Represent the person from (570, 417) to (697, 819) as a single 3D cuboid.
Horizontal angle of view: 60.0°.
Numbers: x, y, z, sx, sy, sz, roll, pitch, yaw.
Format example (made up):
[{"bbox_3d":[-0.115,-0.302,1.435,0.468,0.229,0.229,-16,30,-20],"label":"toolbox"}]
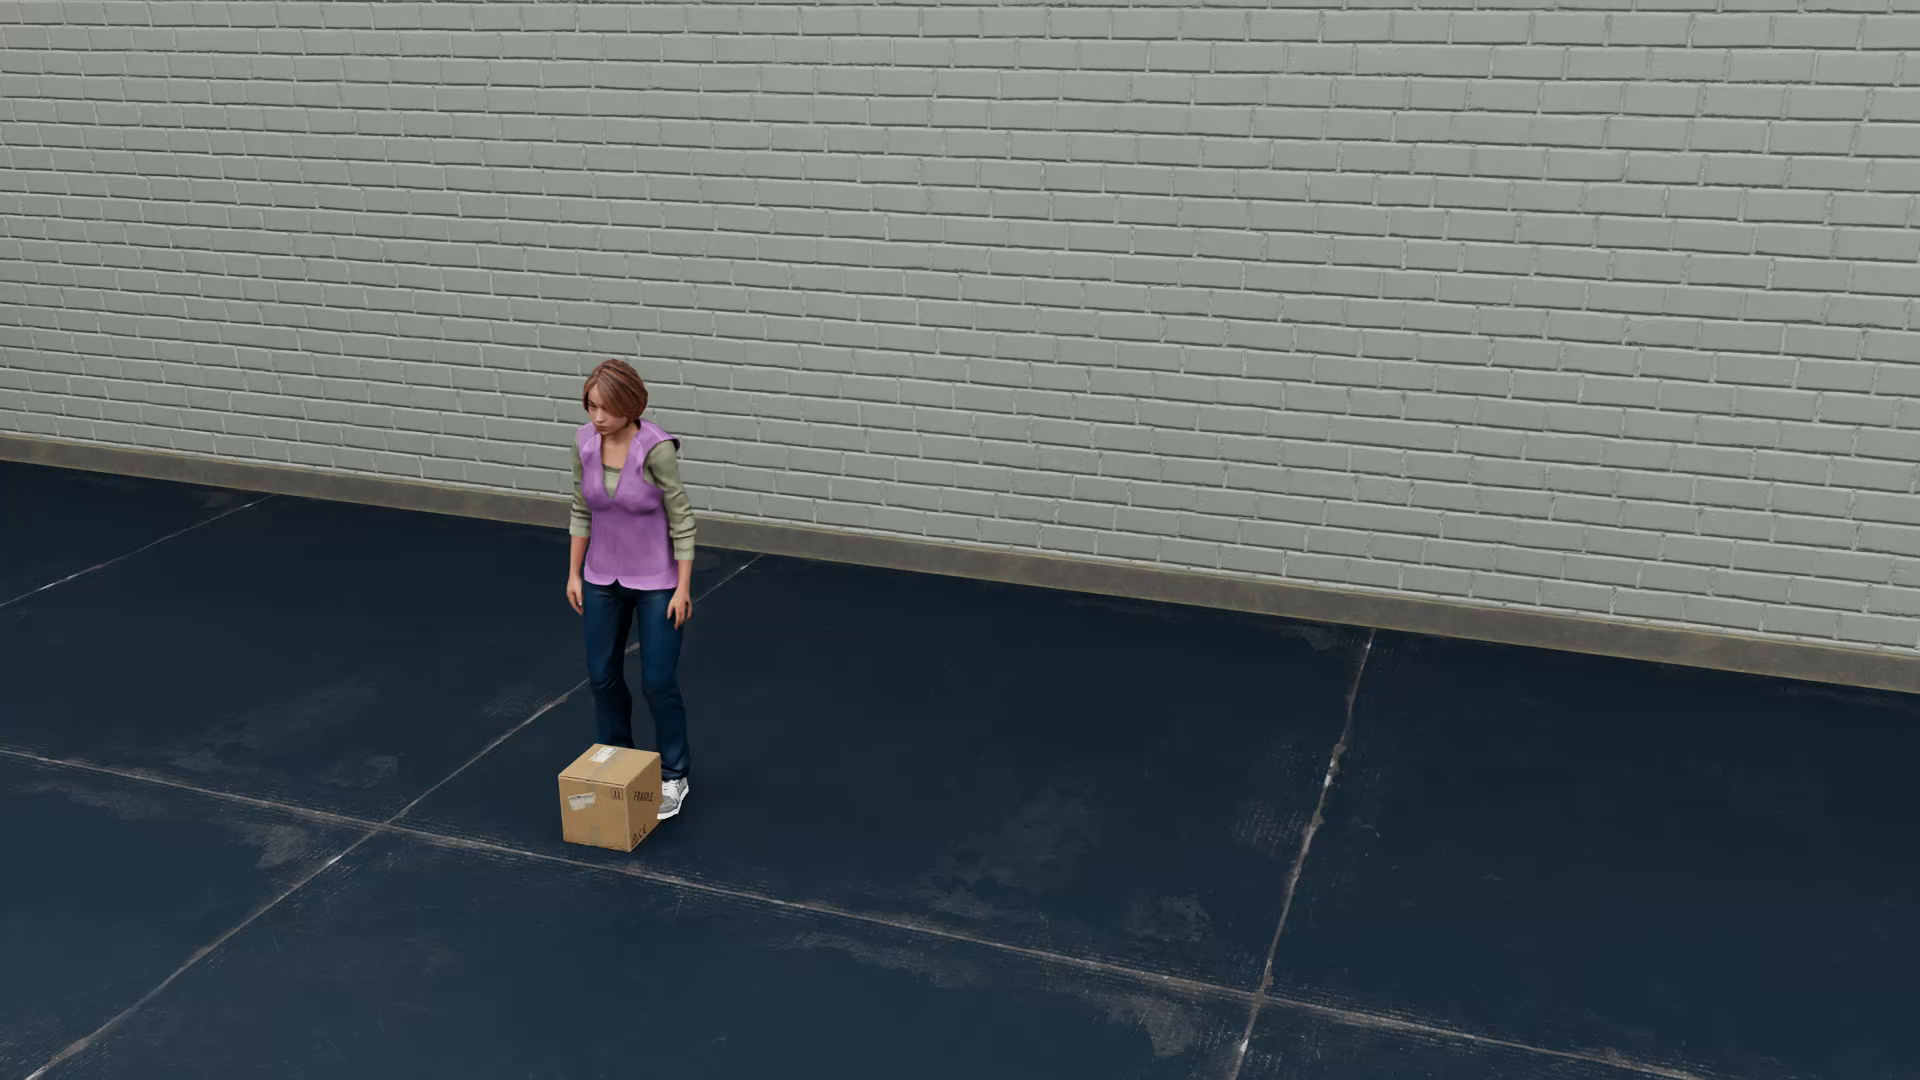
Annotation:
[{"bbox_3d":[-6.185,-0.674,5.579,10.252,3.194,3.125,6,20,18],"label":"person"}]
